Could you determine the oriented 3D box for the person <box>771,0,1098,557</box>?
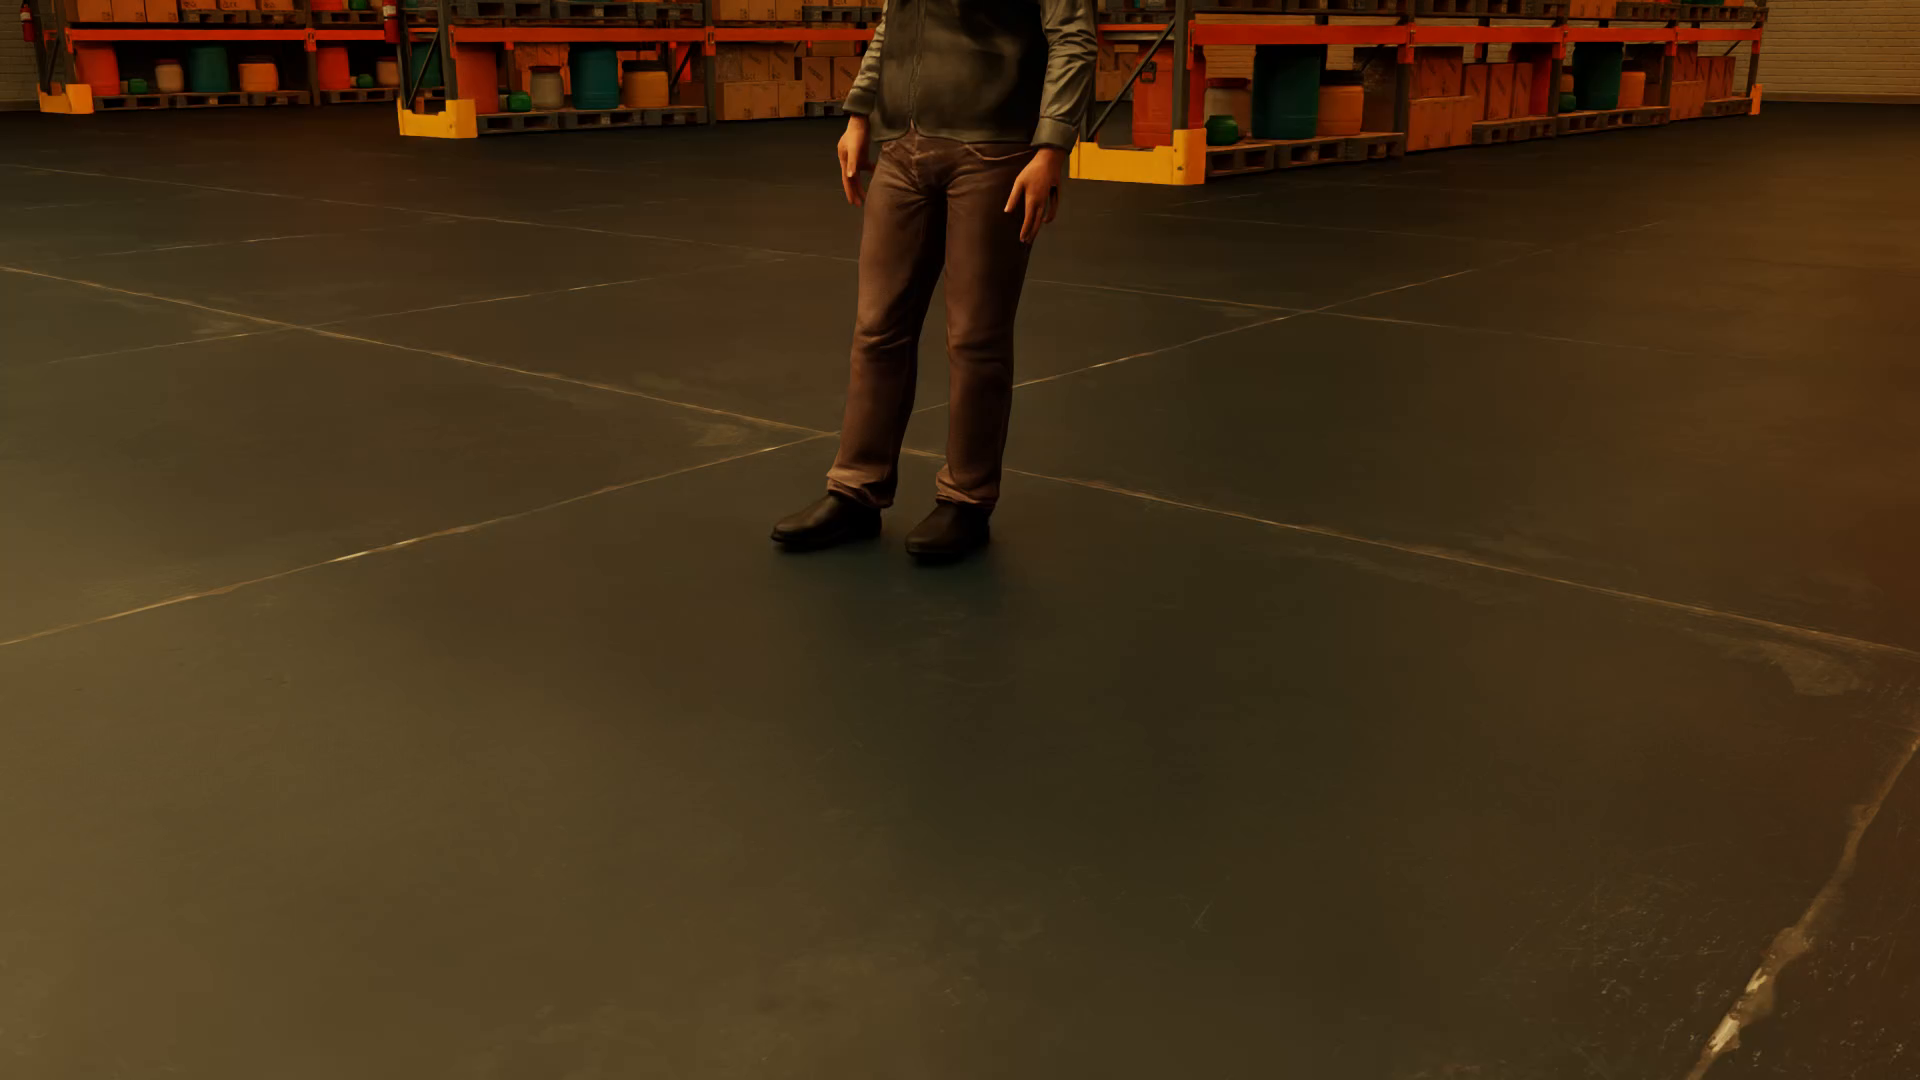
[{"bbox_3d":[-0.051,-0.816,3.643,0.632,1.720,0.552,13,21,37],"label":"person"}]
